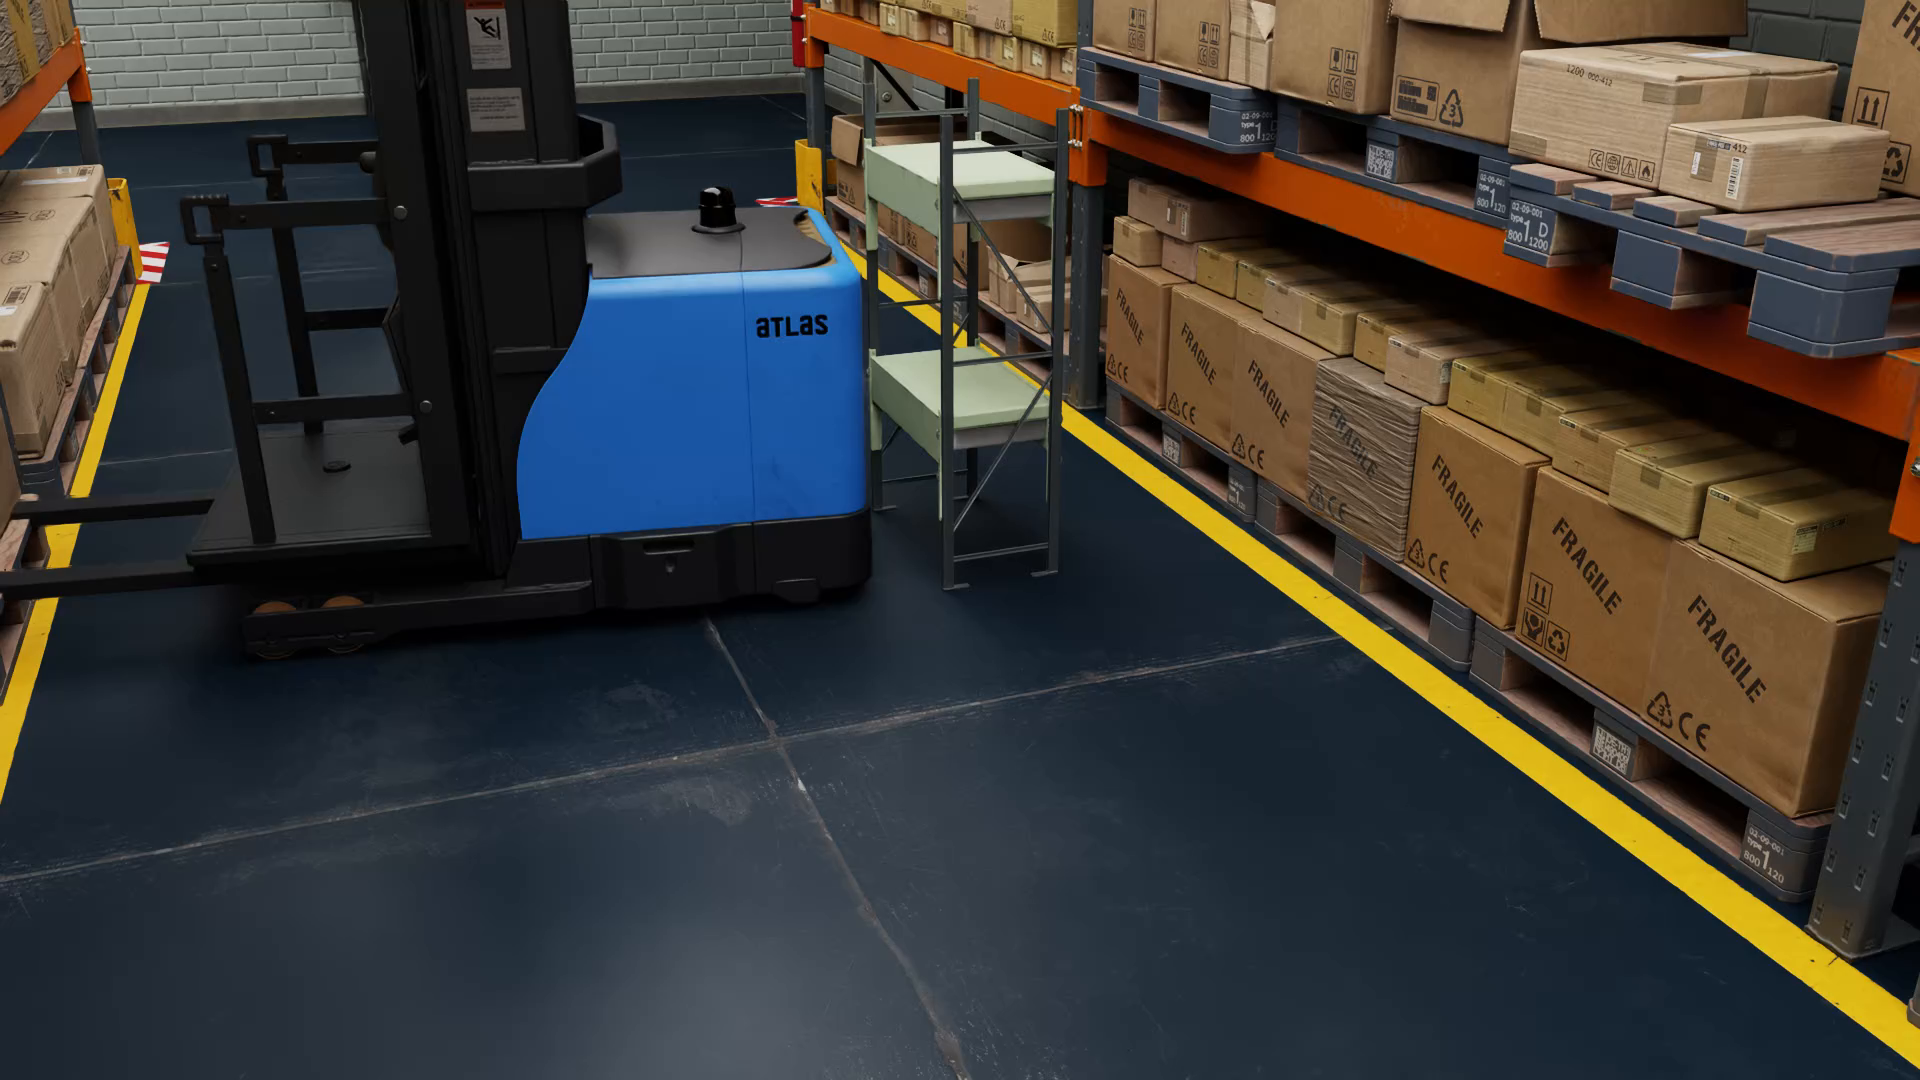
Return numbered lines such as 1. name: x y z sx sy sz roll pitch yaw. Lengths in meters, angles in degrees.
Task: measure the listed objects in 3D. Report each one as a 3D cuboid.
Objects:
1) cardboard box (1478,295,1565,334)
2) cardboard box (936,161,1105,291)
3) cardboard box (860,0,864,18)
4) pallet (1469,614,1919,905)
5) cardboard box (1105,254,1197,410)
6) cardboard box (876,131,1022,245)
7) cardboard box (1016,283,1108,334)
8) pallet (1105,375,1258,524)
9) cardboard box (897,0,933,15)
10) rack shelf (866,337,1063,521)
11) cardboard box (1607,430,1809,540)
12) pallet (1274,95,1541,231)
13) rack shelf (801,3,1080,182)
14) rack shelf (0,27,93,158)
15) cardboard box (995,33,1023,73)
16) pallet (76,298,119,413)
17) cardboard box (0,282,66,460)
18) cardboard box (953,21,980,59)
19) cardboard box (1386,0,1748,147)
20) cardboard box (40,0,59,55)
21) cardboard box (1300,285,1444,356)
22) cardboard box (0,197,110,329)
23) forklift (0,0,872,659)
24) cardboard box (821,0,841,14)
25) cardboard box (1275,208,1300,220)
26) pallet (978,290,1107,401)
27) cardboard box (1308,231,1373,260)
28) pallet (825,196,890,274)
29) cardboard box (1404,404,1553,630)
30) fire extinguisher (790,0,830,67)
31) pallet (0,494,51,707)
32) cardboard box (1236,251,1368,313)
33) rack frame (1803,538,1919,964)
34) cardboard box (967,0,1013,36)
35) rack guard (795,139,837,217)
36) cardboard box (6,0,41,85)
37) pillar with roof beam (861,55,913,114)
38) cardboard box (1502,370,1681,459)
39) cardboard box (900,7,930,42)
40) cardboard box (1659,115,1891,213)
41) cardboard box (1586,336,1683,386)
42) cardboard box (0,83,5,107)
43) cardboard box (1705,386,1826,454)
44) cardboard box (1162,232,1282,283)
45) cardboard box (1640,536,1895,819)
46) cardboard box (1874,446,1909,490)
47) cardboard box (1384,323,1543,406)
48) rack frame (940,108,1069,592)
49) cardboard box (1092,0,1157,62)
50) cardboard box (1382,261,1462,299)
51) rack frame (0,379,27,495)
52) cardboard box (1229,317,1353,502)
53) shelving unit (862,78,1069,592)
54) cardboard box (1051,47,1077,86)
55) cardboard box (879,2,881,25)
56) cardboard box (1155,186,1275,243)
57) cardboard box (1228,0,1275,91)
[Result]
1. cardboard box: 1.906 -0.699 5.388 0.380 0.149 0.250 -9 25 -21
2. cardboard box: 0.295 -1.580 8.313 0.700 0.500 0.500 -9 25 -21
3. cardboard box: -0.347 -3.017 9.369 0.380 0.149 0.250 -9 24 -20
4. pallet: 2.133 0.449 4.413 1.003 0.211 1.213 -8 24 -19
5. cardboard box: 0.909 -0.848 6.577 0.500 0.500 0.500 -7 24 -17
6. cardboard box: -0.072 -1.957 9.208 0.700 0.500 0.500 -7 24 -17
7. cardboard box: 0.477 -1.055 7.520 0.380 0.149 0.250 -9 25 -21
8. pallet: 1.271 -0.437 6.516 1.003 0.211 1.213 -8 24 -19
9. cardboard box: 0.005 -2.783 8.300 0.500 0.250 0.500 -9 24 -20
10. rack shelf: 0.002 -0.388 5.580 0.431 0.370 0.720 -8 24 -19
11. cardboard box: 1.825 -0.140 4.062 0.380 0.149 0.250 -10 25 -22
12. pallet: 1.670 -1.177 4.928 1.003 0.211 1.213 -8 24 -19
13. rack shelf: 0.242 -2.408 8.527 1.077 0.370 4.000 -8 24 -19
14. rack shelf: -4.401 -1.726 6.908 1.077 0.370 4.000 -8 24 -19
15. cardboard box: 0.373 -2.161 7.339 0.380 0.149 0.250 -8 24 -18
16. pallet: -4.324 -0.776 7.321 1.003 0.211 1.213 -8 24 -19
17. cardboard box: -3.815 -0.586 6.037 0.875 0.438 0.875 -9 24 -20
18. cardboard box: 0.189 -2.349 7.785 0.380 0.149 0.250 -9 24 -20
19. cardboard box: 1.612 -1.368 4.461 0.797 0.503 0.637 -9 24 -20
20. cardboard box: -4.526 -2.507 7.706 0.500 0.500 0.500 -9 24 -20
21. cardboard box: 1.346 -0.721 5.440 0.380 0.149 0.250 -7 24 -17
22. cardboard box: -4.449 -1.239 7.586 0.875 0.438 0.875 -8 24 -18
23. forklift: -1.852 -1.222 4.876 3.031 2.935 1.130 -5 23 -11
24. cardboard box: -0.605 -3.193 9.788 0.380 0.149 0.250 -9 24 -19
25. cardboard box: 1.348 -1.259 6.718 0.380 0.149 0.250 -9 25 -21
26. pallet: 0.707 -0.977 7.798 1.003 0.211 1.213 -8 24 -19
27. cardboard box: 1.540 -1.077 6.286 0.380 0.149 0.250 -8 24 -18
28. pallet: -0.155 -1.864 9.901 1.003 0.211 1.213 -8 24 -19
29. cardboard box: 1.657 -0.098 4.799 0.500 0.500 0.500 -7 24 -17
30. fire extinguisher: -0.949 -3.249 10.176 0.296 0.674 0.183 -8 24 -19
31. pallet: -3.351 0.225 4.945 1.003 0.211 1.213 -8 24 -19
32. cardboard box: 1.207 -0.907 5.883 0.380 0.149 0.250 -9 24 -20
33. rack frame: 2.361 -0.559 3.215 1.000 3.000 0.127 -8 24 -19
34. cardboard box: 0.349 -2.412 7.422 0.500 0.250 0.500 -8 24 -19
35. rack guard: -0.438 -2.287 10.532 1.175 0.500 0.348 -8 24 -19
36. cardboard box: -4.140 -2.135 6.825 0.500 0.500 0.500 -8 24 -17
37. pillar with roof beam: -4.601 -6.743 10.163 9.100 9.000 0.400 -8 24 -19
38. cardboard box: 1.722 -0.344 4.545 0.380 0.149 0.250 -8 24 -17
39. cardboard box: -0.085 -2.626 8.441 0.380 0.149 0.250 -8 24 -18
40. cardboard box: 1.770 -0.823 3.624 0.380 0.149 0.250 -8 24 -18
41. cardboard box: 2.090 -0.512 4.944 0.380 0.149 0.250 -9 24 -20
42. cardboard box: -3.789 -1.766 5.950 0.500 0.500 0.500 -8 24 -19
43. cardboard box: 2.237 -0.312 4.470 0.380 0.149 0.250 -8 24 -18
44. cardboard box: 0.996 -1.097 6.332 0.380 0.149 0.250 -9 24 -20
45. cardboard box: 2.011 0.275 3.914 0.500 0.500 0.500 -8 24 -17
46. cardboard box: 2.469 -0.132 4.044 0.380 0.149 0.250 -7 24 -16
47. cardboard box: 1.508 -0.530 4.989 0.380 0.149 0.250 -10 25 -22
48. rack frame: 0.132 -0.556 5.137 0.400 1.500 0.023 -8 24 -19
49. cardboard box: 0.910 -2.046 6.073 0.700 0.500 0.500 -8 24 -18
50. cardboard box: 1.702 -0.880 5.819 0.380 0.149 0.250 -8 24 -18
51. rack frame: -3.694 -1.330 5.045 1.000 3.000 0.127 -8 24 -19
52. cardboard box: 1.278 -0.474 5.690 0.500 0.500 0.500 -9 25 -21
53. shelving unit: 0.002 -0.689 5.453 0.431 1.500 0.755 -8 24 -19
54. cardboard box: 0.599 -1.978 6.905 0.380 0.149 0.250 -8 24 -18
55. cardboard box: -0.216 -2.821 8.904 0.380 0.149 0.250 -8 24 -18
56. cardboard box: 0.963 -1.236 6.280 0.380 0.149 0.250 -10 25 -22
57. cardboard box: 1.080 -1.587 5.286 0.396 0.266 0.258 -7 24 -16
